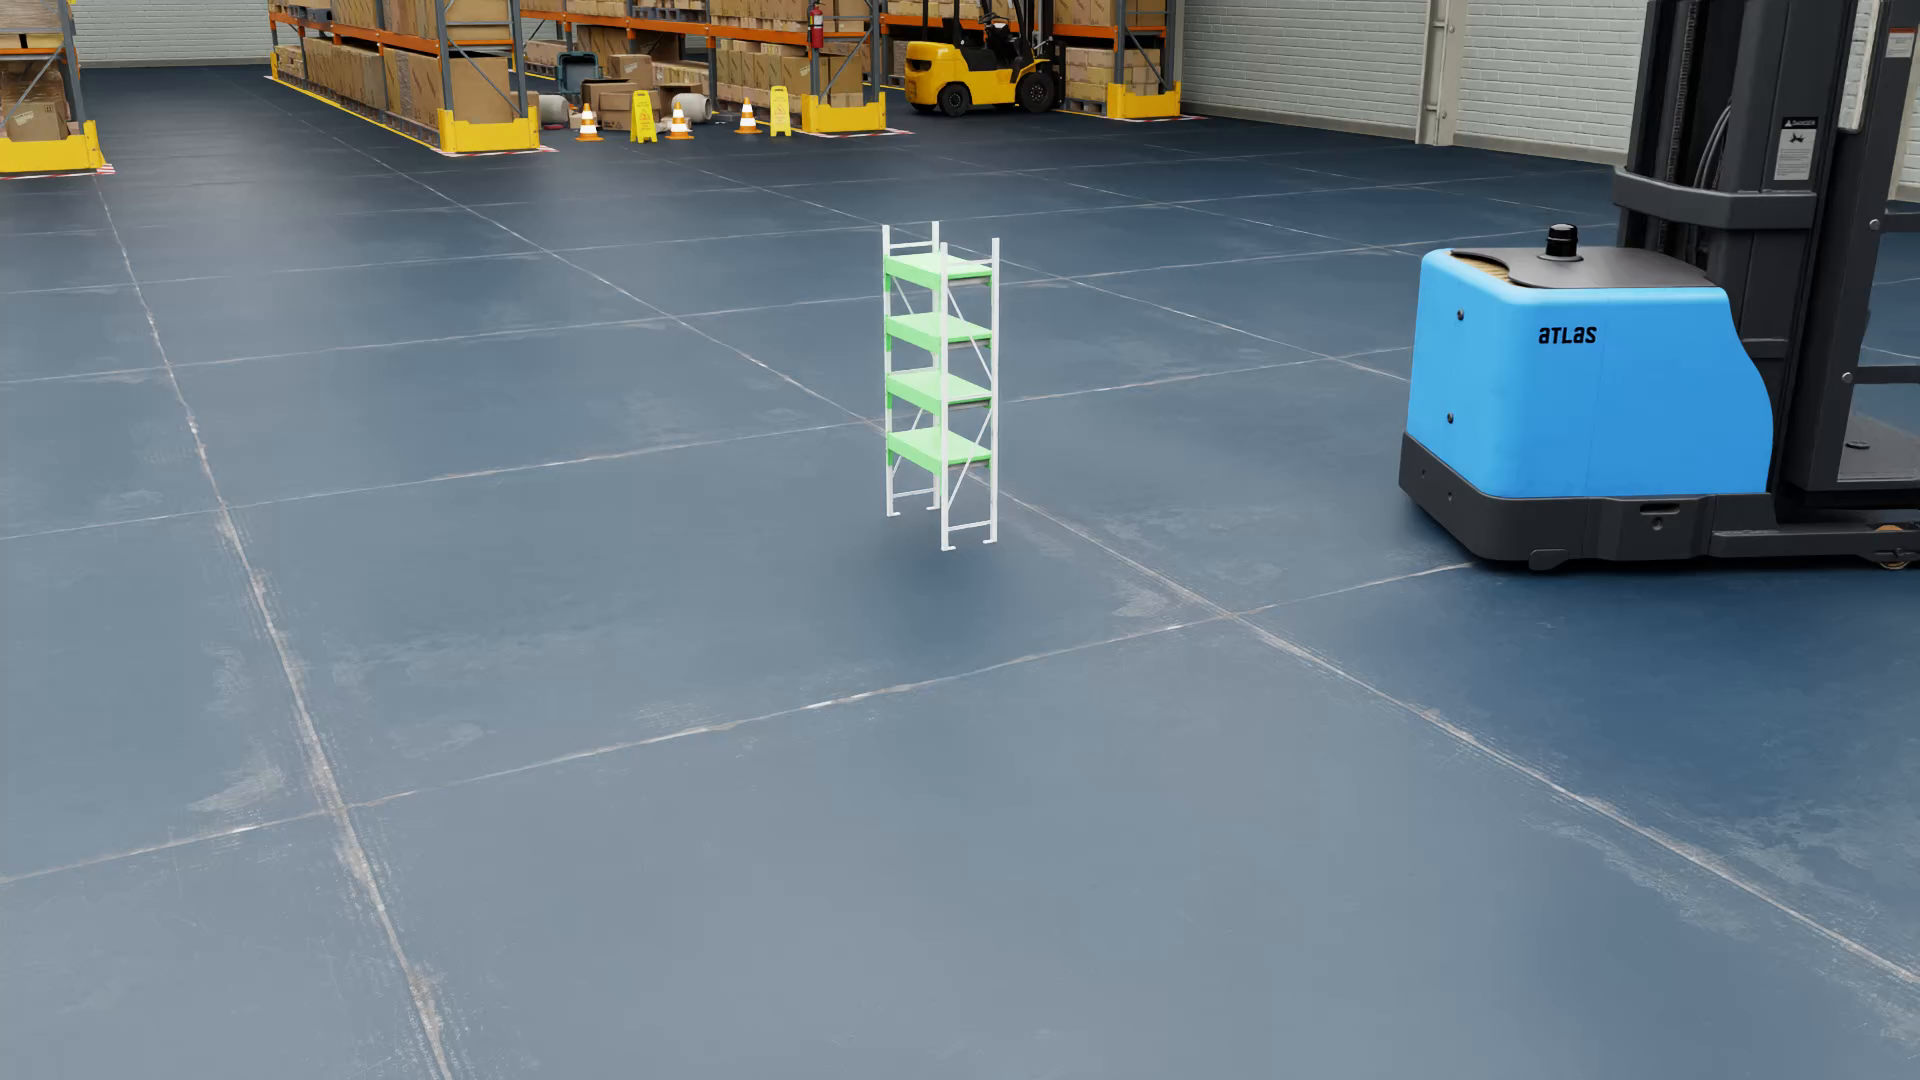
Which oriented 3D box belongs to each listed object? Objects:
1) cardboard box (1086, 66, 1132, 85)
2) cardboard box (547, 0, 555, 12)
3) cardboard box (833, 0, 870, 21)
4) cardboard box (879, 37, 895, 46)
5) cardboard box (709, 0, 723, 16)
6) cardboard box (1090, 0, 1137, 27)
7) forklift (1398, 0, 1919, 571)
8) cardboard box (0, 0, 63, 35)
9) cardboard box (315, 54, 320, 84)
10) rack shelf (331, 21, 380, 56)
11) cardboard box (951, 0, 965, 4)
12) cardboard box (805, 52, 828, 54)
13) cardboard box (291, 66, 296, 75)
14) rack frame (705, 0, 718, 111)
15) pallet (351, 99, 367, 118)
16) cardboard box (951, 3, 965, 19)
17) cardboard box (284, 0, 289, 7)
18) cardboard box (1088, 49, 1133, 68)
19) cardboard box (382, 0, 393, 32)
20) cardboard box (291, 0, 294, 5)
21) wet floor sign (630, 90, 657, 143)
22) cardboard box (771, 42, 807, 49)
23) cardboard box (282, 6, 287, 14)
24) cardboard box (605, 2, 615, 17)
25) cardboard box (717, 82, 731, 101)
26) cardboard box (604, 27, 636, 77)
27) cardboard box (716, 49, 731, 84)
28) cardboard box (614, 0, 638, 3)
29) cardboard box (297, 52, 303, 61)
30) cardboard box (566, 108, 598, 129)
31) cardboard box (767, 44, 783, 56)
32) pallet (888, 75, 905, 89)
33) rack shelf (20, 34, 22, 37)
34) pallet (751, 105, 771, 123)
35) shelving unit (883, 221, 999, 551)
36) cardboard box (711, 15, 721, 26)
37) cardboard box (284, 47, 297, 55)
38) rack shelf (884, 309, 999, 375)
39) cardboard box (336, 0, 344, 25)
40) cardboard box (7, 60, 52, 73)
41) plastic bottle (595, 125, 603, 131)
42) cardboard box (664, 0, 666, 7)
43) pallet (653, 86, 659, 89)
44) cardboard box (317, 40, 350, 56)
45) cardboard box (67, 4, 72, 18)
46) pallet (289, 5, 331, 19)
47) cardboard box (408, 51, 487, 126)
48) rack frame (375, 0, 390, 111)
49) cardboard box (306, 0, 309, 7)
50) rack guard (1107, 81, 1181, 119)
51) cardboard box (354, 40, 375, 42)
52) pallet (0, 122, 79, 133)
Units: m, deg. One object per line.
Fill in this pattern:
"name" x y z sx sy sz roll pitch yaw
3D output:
"cardboard box" 2.282 -7.116 25.460 0.500 0.250 0.500 -10 22 -27
"cardboard box" -7.971 -10.852 33.329 0.500 0.500 0.500 -11 22 -28
"cardboard box" -1.559 -7.486 23.119 0.500 0.500 0.500 -10 22 -27
"cardboard box" -1.468 -9.612 32.083 0.380 0.149 0.250 -11 22 -29
"cardboard box" -3.514 -8.286 25.437 0.500 0.500 0.500 -10 21 -27
"cardboard box" 2.324 -8.037 25.172 0.500 0.500 0.500 -11 22 -28
"forklift" 3.409 -1.444 6.324 3.031 2.935 1.130 -1 19 -4
"cardboard box" -10.537 -5.935 18.622 0.875 0.500 0.500 -10 21 -27
"cardboard box" -10.954 -8.232 29.079 0.500 0.500 0.500 -10 21 -26
"rack shelf" -8.736 -7.706 25.468 1.077 0.370 4.000 -10 21 -27
"cardboard box" 0.180 -9.451 28.886 0.500 0.250 0.500 -11 22 -28
"cardboard box" -2.213 -6.949 24.592 0.500 0.500 0.500 -10 21 -26
"cardboard box" -12.562 -8.976 31.773 0.380 0.149 0.250 -10 21 -27
"rack frame" -3.478 -8.268 25.993 1.000 3.000 0.127 -10 21 -27
"pallet" -8.802 -6.714 25.766 1.003 0.211 1.213 -10 21 -27
"cardboard box" 0.176 -9.214 28.966 0.500 0.250 0.500 -10 21 -27
"cardboard box" -12.309 -10.201 30.986 0.500 0.500 0.500 -11 22 -28
"cardboard box" 2.295 -7.345 25.357 0.500 0.250 0.500 -9 21 -25
"cardboard box" -7.600 -7.439 23.361 0.875 0.550 0.550 -10 21 -27
"cardboard box" -11.666 -9.585 29.553 0.380 0.149 0.250 -10 21 -26
"wet floor sign" -4.130 -5.509 21.608 0.267 0.644 0.232 -14 24 -36
"cardboard box" -3.738 -10.760 36.403 0.700 0.500 0.500 -11 22 -29
"cardboard box" -12.732 -10.133 31.784 0.380 0.149 0.250 -10 21 -26
"cardboard box" -6.102 -9.594 30.067 0.500 0.250 0.500 -10 21 -26
"cardboard box" -3.435 -6.955 25.761 0.500 0.250 0.500 -11 22 -29
"cardboard box" -6.052 -9.078 30.955 0.875 0.875 0.875 -10 21 -26
"cardboard box" -3.435 -7.310 25.639 0.500 0.500 0.500 -9 21 -24
"cardboard box" -5.831 -9.681 29.553 0.500 0.250 0.500 -10 21 -27
"cardboard box" -12.139 -9.030 31.016 0.380 0.149 0.250 -10 21 -26
"cardboard box" -5.349 -5.971 23.530 0.396 0.266 0.258 -6 20 -17
"cardboard box" -2.538 -7.037 23.852 0.380 0.149 0.250 -10 21 -26
"pallet" -0.654 -8.625 31.304 1.003 0.211 1.213 -10 21 -27
"rack shelf" -13.149 -6.967 23.326 1.077 0.370 4.000 -10 21 -27
"pallet" -2.544 -6.412 24.889 1.003 0.211 1.213 -10 21 -27
"shelving unit" -0.079 -0.615 6.573 0.258 1.200 0.503 -10 21 -27
"cardboard box" -3.610 -8.009 25.628 0.380 0.149 0.250 -10 21 -27
"cardboard box" -13.100 -9.635 32.770 0.380 0.149 0.250 -11 22 -29
"rack shelf" -0.079 -0.781 6.516 0.258 0.148 0.480 -10 21 -27
"cardboard box" -9.466 -8.351 26.082 0.500 0.500 0.500 -10 22 -27
"cardboard box" -13.493 -6.923 24.105 0.500 0.250 0.500 -7 20 -21
"plastic bottle" -5.119 -5.750 23.200 0.283 0.061 0.133 16 25 39
"cardboard box" -4.728 -8.987 27.820 0.380 0.149 0.250 -9 21 -25
"pallet" -5.007 -7.873 29.125 1.003 0.211 1.213 -10 21 -27
"cardboard box" -10.718 -8.439 28.528 0.500 0.250 0.500 -9 21 -25
"cardboard box" -12.453 -7.465 22.102 1.000 1.000 1.000 -10 21 -26
"pallet" -11.350 -9.436 29.673 1.003 0.211 1.213 -10 21 -27
"cardboard box" -6.686 -5.955 21.903 0.875 0.875 0.875 -10 22 -28
"rack frame" -7.786 -7.472 23.687 1.000 3.000 0.127 -10 21 -27
"cardboard box" -10.807 -9.065 28.045 0.380 0.149 0.250 -11 22 -29
"rack guard" 2.800 -6.701 25.284 1.175 0.500 0.348 -10 21 -27
"cardboard box" -10.041 -8.373 28.336 0.500 0.250 0.500 -10 22 -27
"pallet" -11.849 -5.227 21.457 1.003 0.211 1.213 -10 21 -27
